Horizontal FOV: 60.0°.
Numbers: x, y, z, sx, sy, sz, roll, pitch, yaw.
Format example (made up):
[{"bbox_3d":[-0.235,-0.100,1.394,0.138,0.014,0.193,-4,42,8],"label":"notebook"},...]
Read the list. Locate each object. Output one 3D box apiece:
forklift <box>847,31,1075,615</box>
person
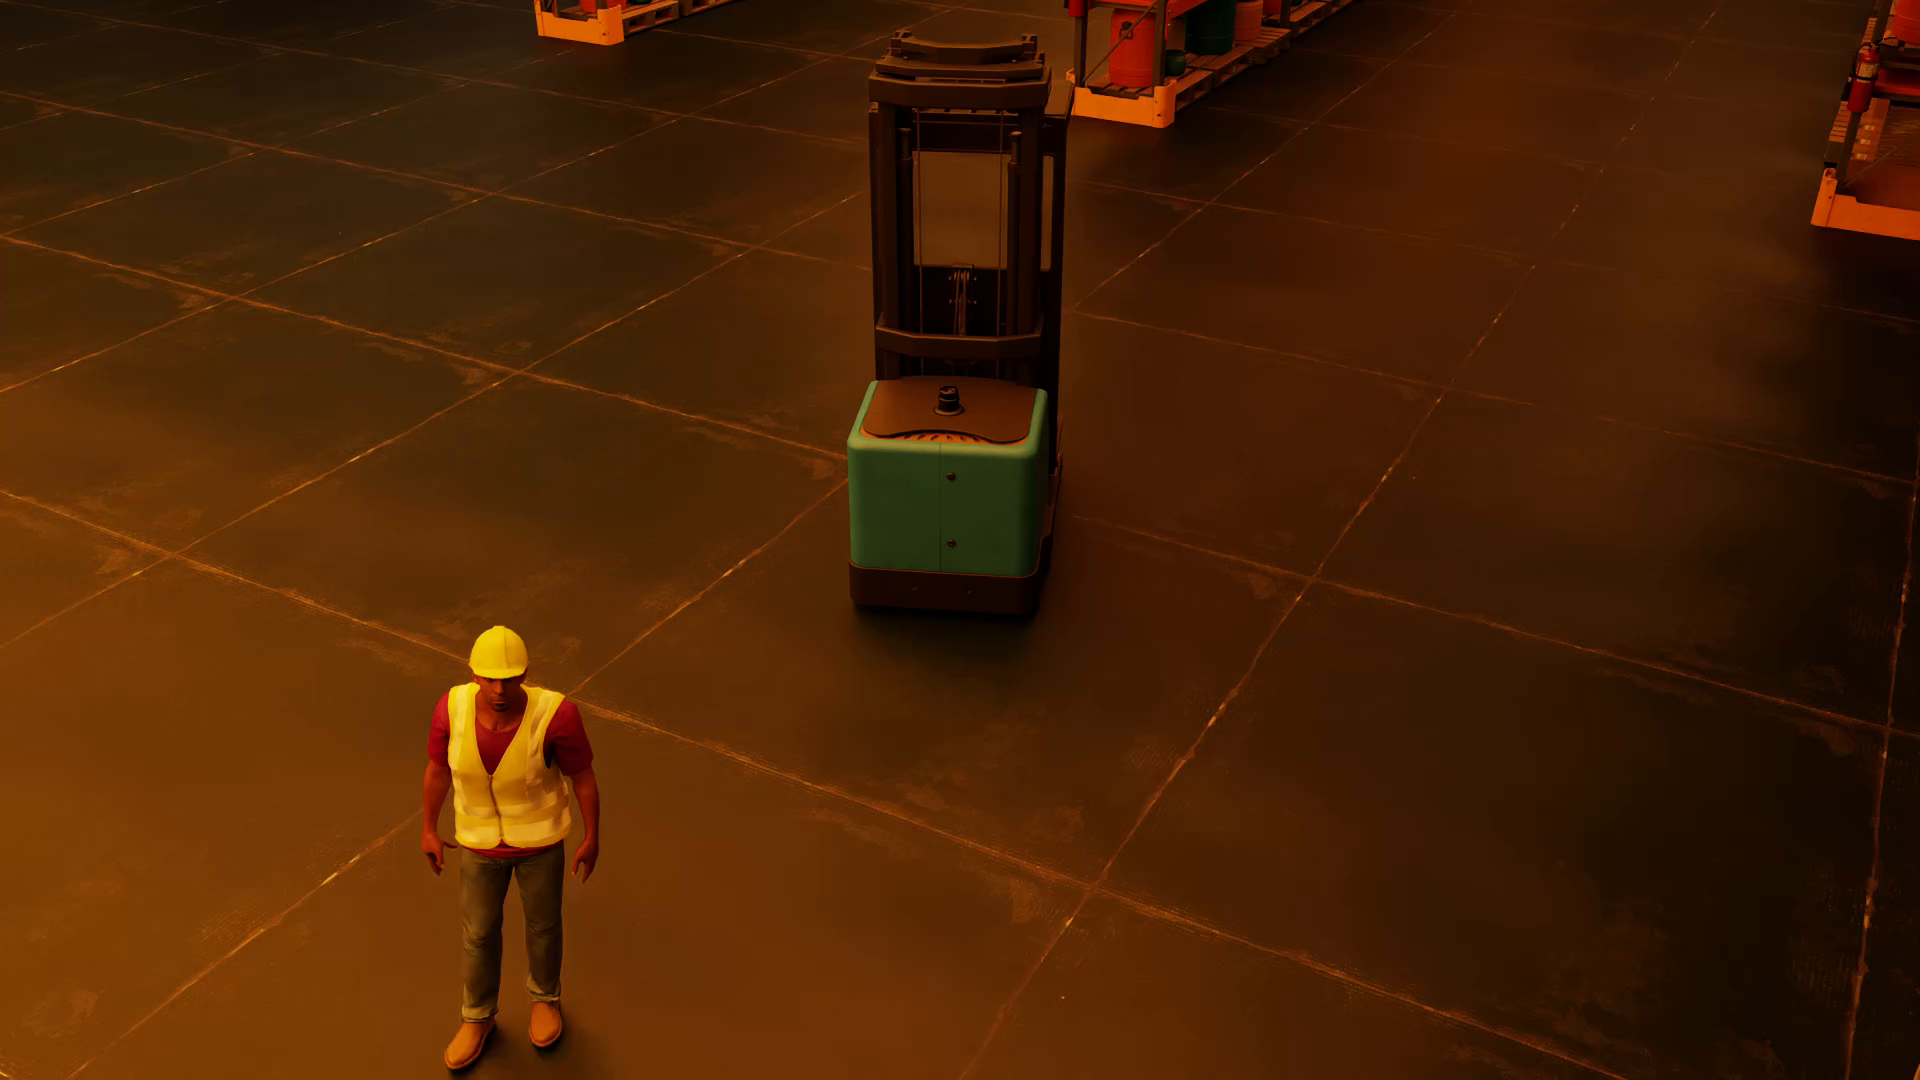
[{"bbox_3d":[0.072,-1.572,9.794,1.130,2.935,3.031,3,30,6],"label":"forklift"},{"bbox_3d":[-1.687,1.155,6.221,0.665,1.769,0.574,0,30,-1],"label":"person"}]
